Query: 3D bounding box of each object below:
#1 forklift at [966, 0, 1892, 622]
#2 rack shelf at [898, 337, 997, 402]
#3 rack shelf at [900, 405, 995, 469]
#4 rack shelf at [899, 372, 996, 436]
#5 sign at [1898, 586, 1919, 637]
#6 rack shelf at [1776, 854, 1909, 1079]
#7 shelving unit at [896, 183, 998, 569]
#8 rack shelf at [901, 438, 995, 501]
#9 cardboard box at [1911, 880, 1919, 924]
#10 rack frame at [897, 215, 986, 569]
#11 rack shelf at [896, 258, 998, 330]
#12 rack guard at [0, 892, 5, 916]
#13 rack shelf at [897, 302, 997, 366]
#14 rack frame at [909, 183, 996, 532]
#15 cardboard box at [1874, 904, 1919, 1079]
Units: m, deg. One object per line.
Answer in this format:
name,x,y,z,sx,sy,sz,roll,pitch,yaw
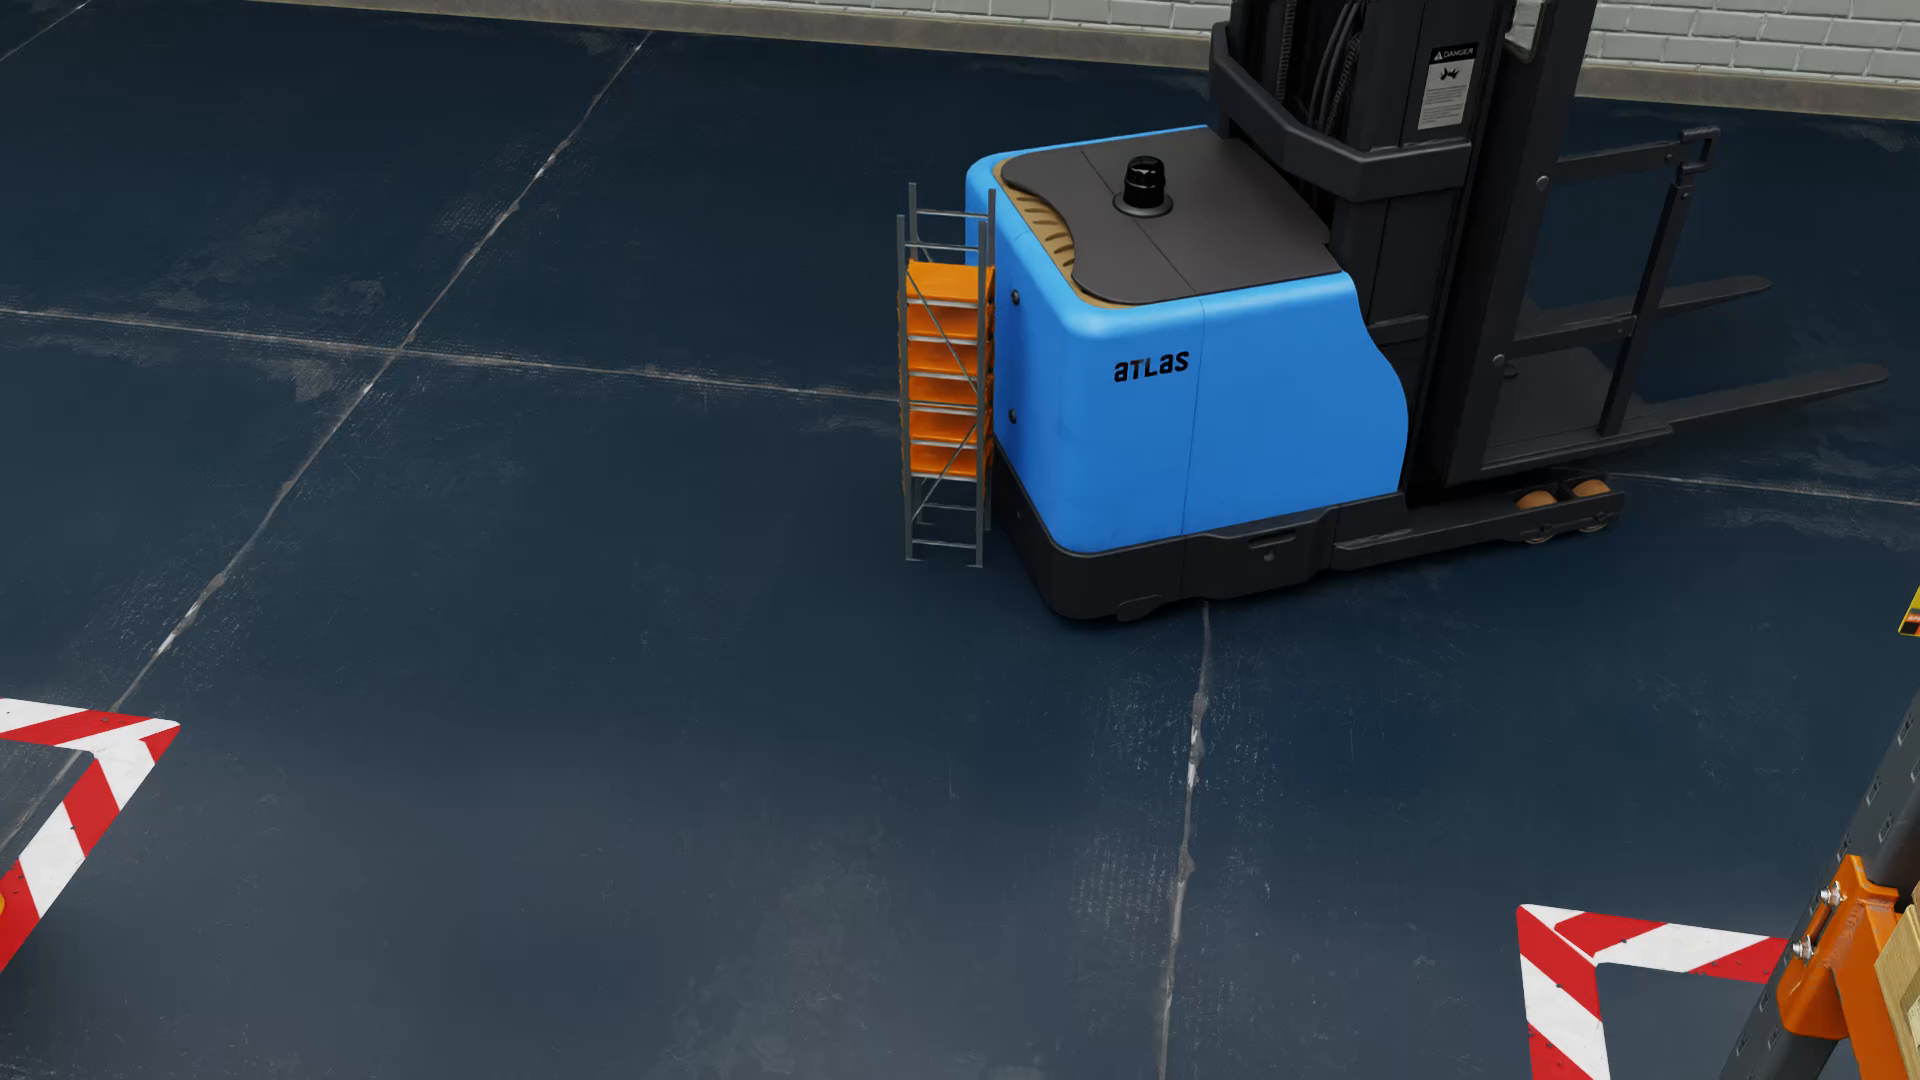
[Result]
forklift,1.579,-1.429,4.678,3.031,2.935,1.130,-11,41,-13
rack shelf,-0.035,-0.503,4.798,0.258,0.103,0.180,6,40,7
rack shelf,-0.035,-0.318,4.951,0.258,0.103,0.180,6,40,7
rack shelf,-0.035,-0.411,4.875,0.258,0.103,0.180,6,40,7
sign,1.355,0.010,2.205,0.100,0.325,0.005,6,40,8
rack shelf,1.543,1.935,1.120,1.077,0.370,4.000,6,40,8
shelving unit,-0.035,-0.445,4.846,0.258,1.200,0.189,6,40,7
rack shelf,-0.035,-0.226,5.028,0.258,0.103,0.180,6,40,7
cardboard box,1.539,0.501,1.978,0.500,0.500,0.500,8,40,10
rack frame,-0.049,-0.387,4.777,0.240,1.200,0.006,6,40,7
rack shelf,-0.035,-0.688,4.645,0.258,0.103,0.180,6,40,7
rack guard,-2.974,0.741,3.961,1.175,0.500,0.348,6,40,8
rack shelf,-0.035,-0.596,4.722,0.258,0.103,0.180,6,40,7
rack frame,-0.021,-0.502,4.916,0.240,1.200,0.006,6,40,7
cardboard box,1.510,0.667,2.286,0.380,0.149,0.250,6,40,7
